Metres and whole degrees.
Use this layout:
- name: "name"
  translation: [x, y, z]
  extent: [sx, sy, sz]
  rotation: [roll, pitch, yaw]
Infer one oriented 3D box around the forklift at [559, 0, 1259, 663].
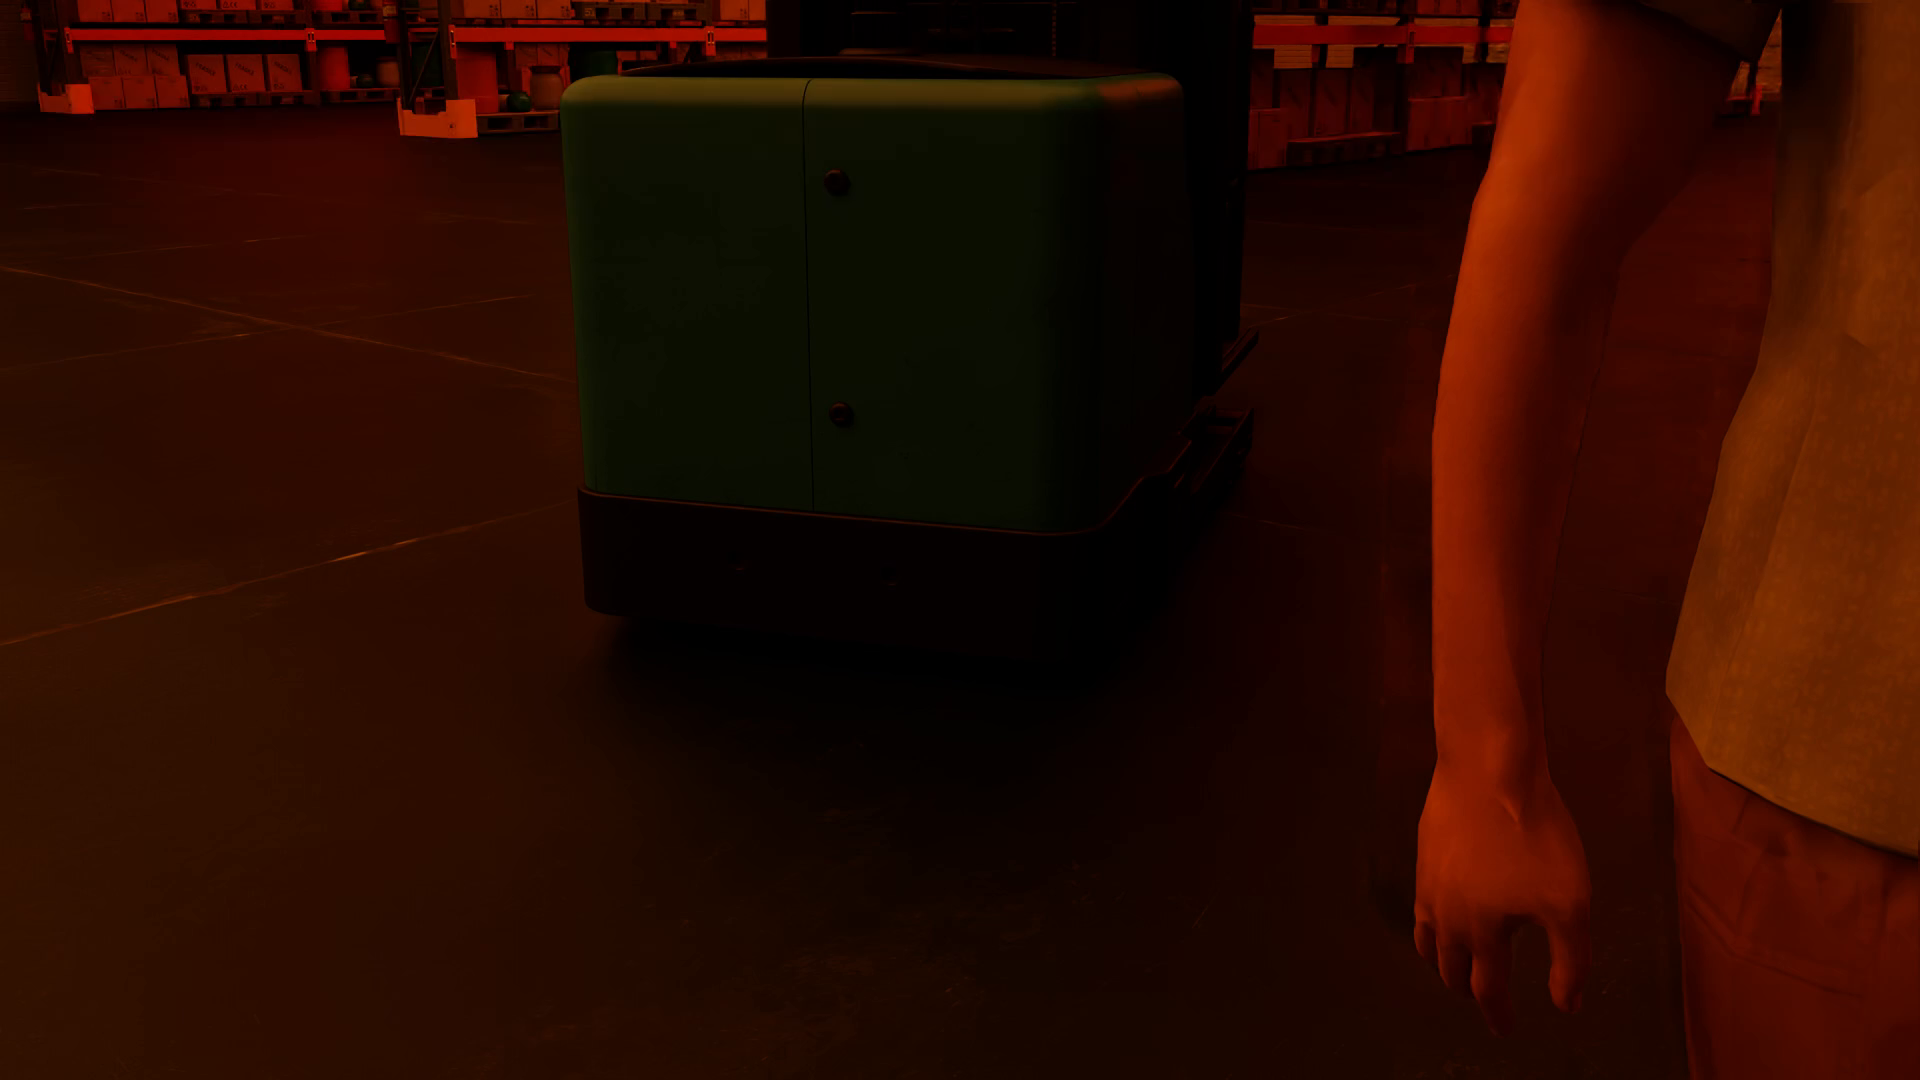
- name: "forklift"
  translation: [0.182, -1.571, 4.072]
  extent: [1.130, 2.935, 3.031]
  rotation: [5, 18, 17]
